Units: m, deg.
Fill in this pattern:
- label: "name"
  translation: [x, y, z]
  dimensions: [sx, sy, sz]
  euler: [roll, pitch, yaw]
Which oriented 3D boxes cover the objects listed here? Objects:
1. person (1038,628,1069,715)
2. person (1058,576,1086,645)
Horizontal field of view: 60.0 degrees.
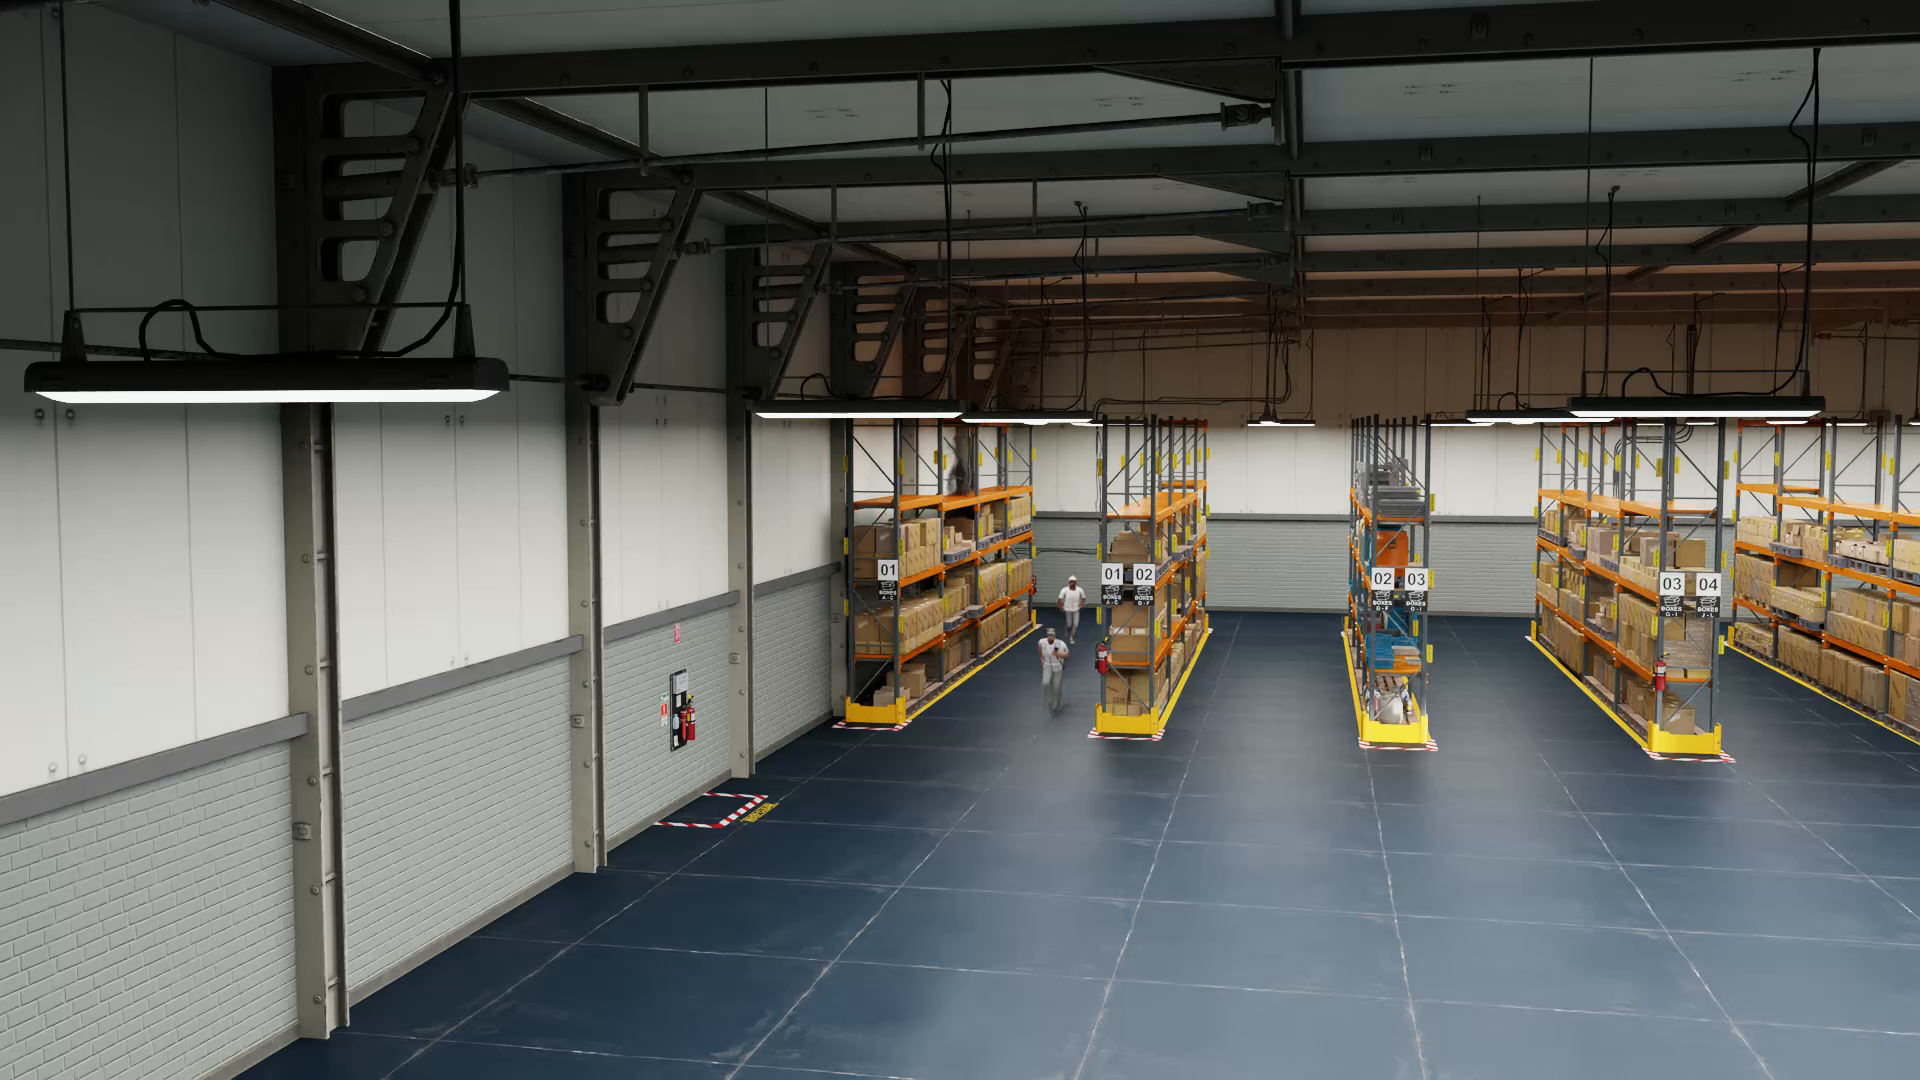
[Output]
- label: "person"
  translation: [1.888, 2.635, 33.590]
  dimensions: [0.650, 1.778, 0.965]
  euler: [1, 4, 10]
- label: "person"
  translation: [2.842, 1.773, 42.093]
  dimensions: [0.701, 1.716, 0.592]
  euler: [0, 4, -4]
